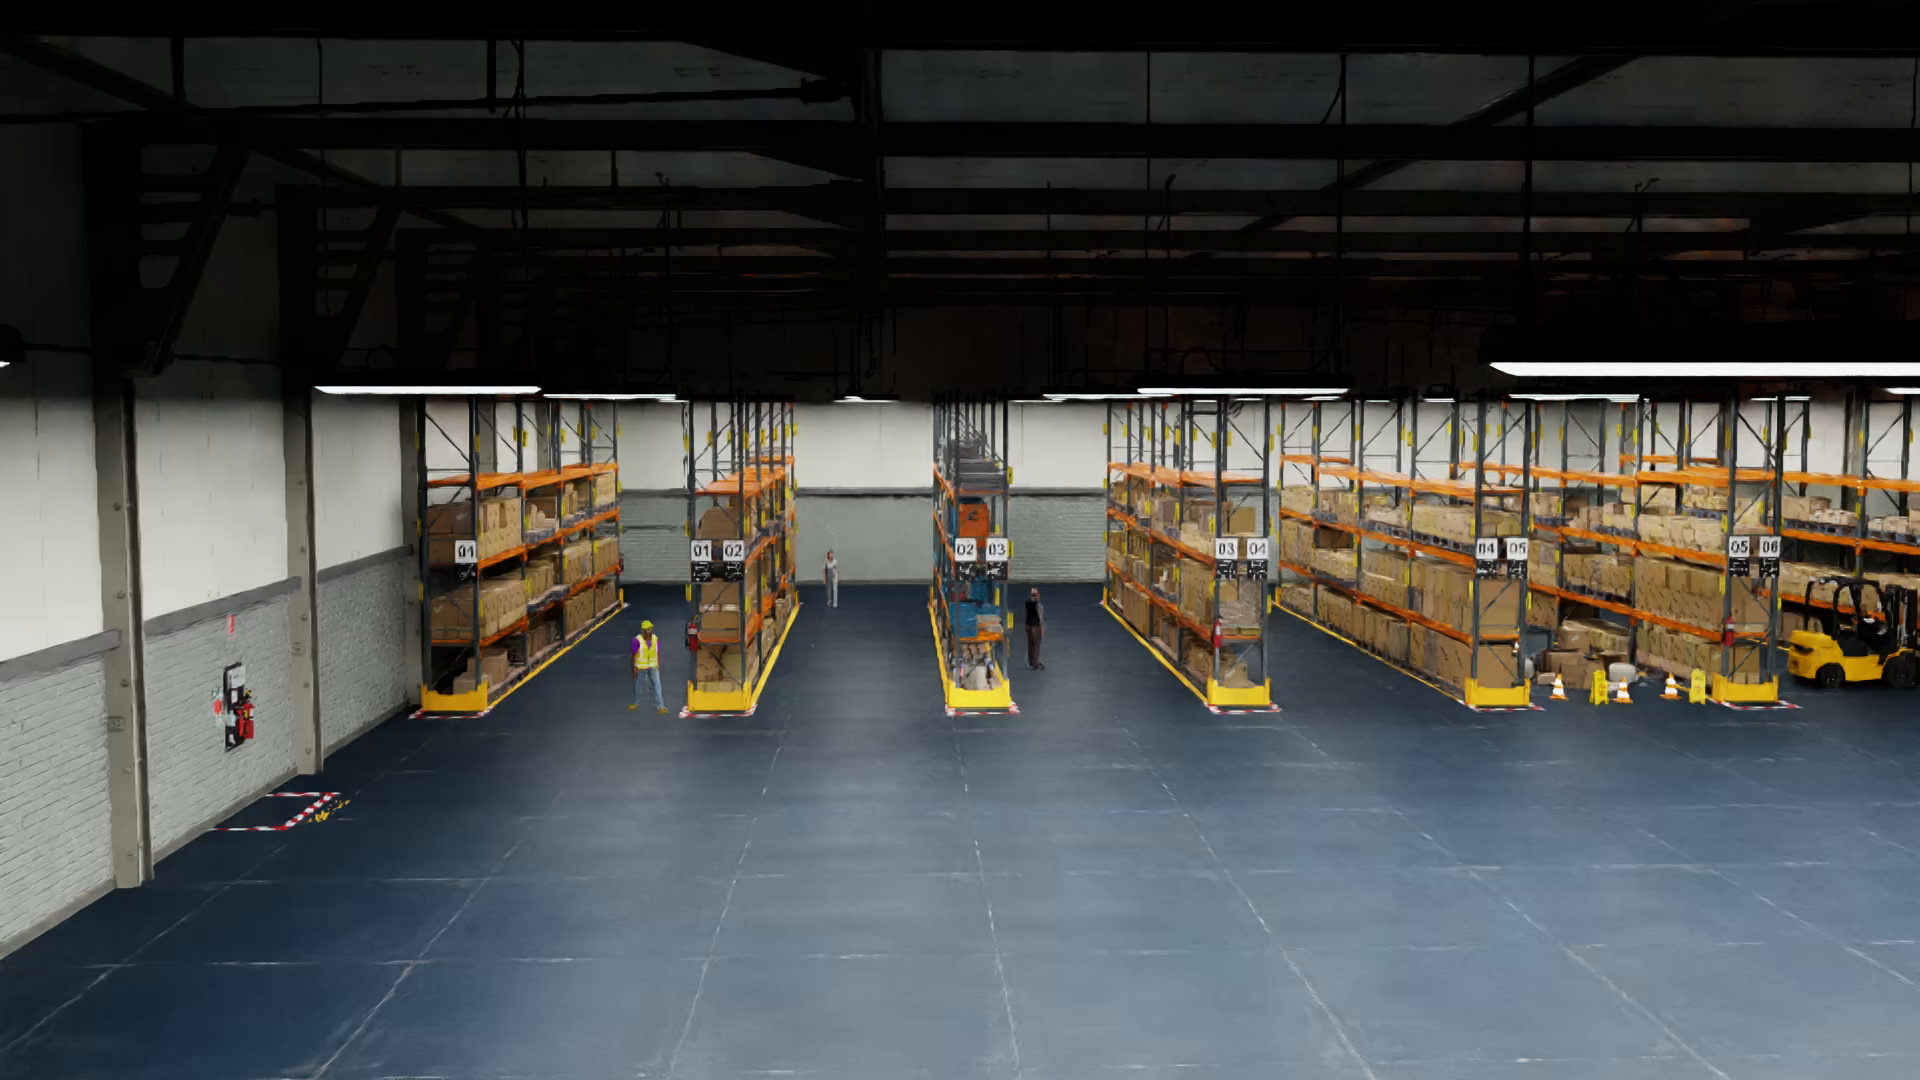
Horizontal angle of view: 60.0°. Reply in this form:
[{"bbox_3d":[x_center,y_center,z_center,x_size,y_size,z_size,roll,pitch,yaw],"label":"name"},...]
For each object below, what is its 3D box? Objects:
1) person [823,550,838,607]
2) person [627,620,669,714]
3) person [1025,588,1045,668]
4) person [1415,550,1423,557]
[{"bbox_3d":[-3.669,1.065,47.109,0.448,1.586,1.098,0,5,-5],"label":"person"},{"bbox_3d":[-5.812,2.346,30.826,0.596,1.737,0.932,-2,5,-26],"label":"person"},{"bbox_3d":[1.659,1.903,36.123,0.448,1.730,0.584,-3,6,-33],"label":"person"},{"bbox_3d":[13.062,0.944,47.678,0.569,1.776,0.704,-2,5,-19],"label":"person"}]
